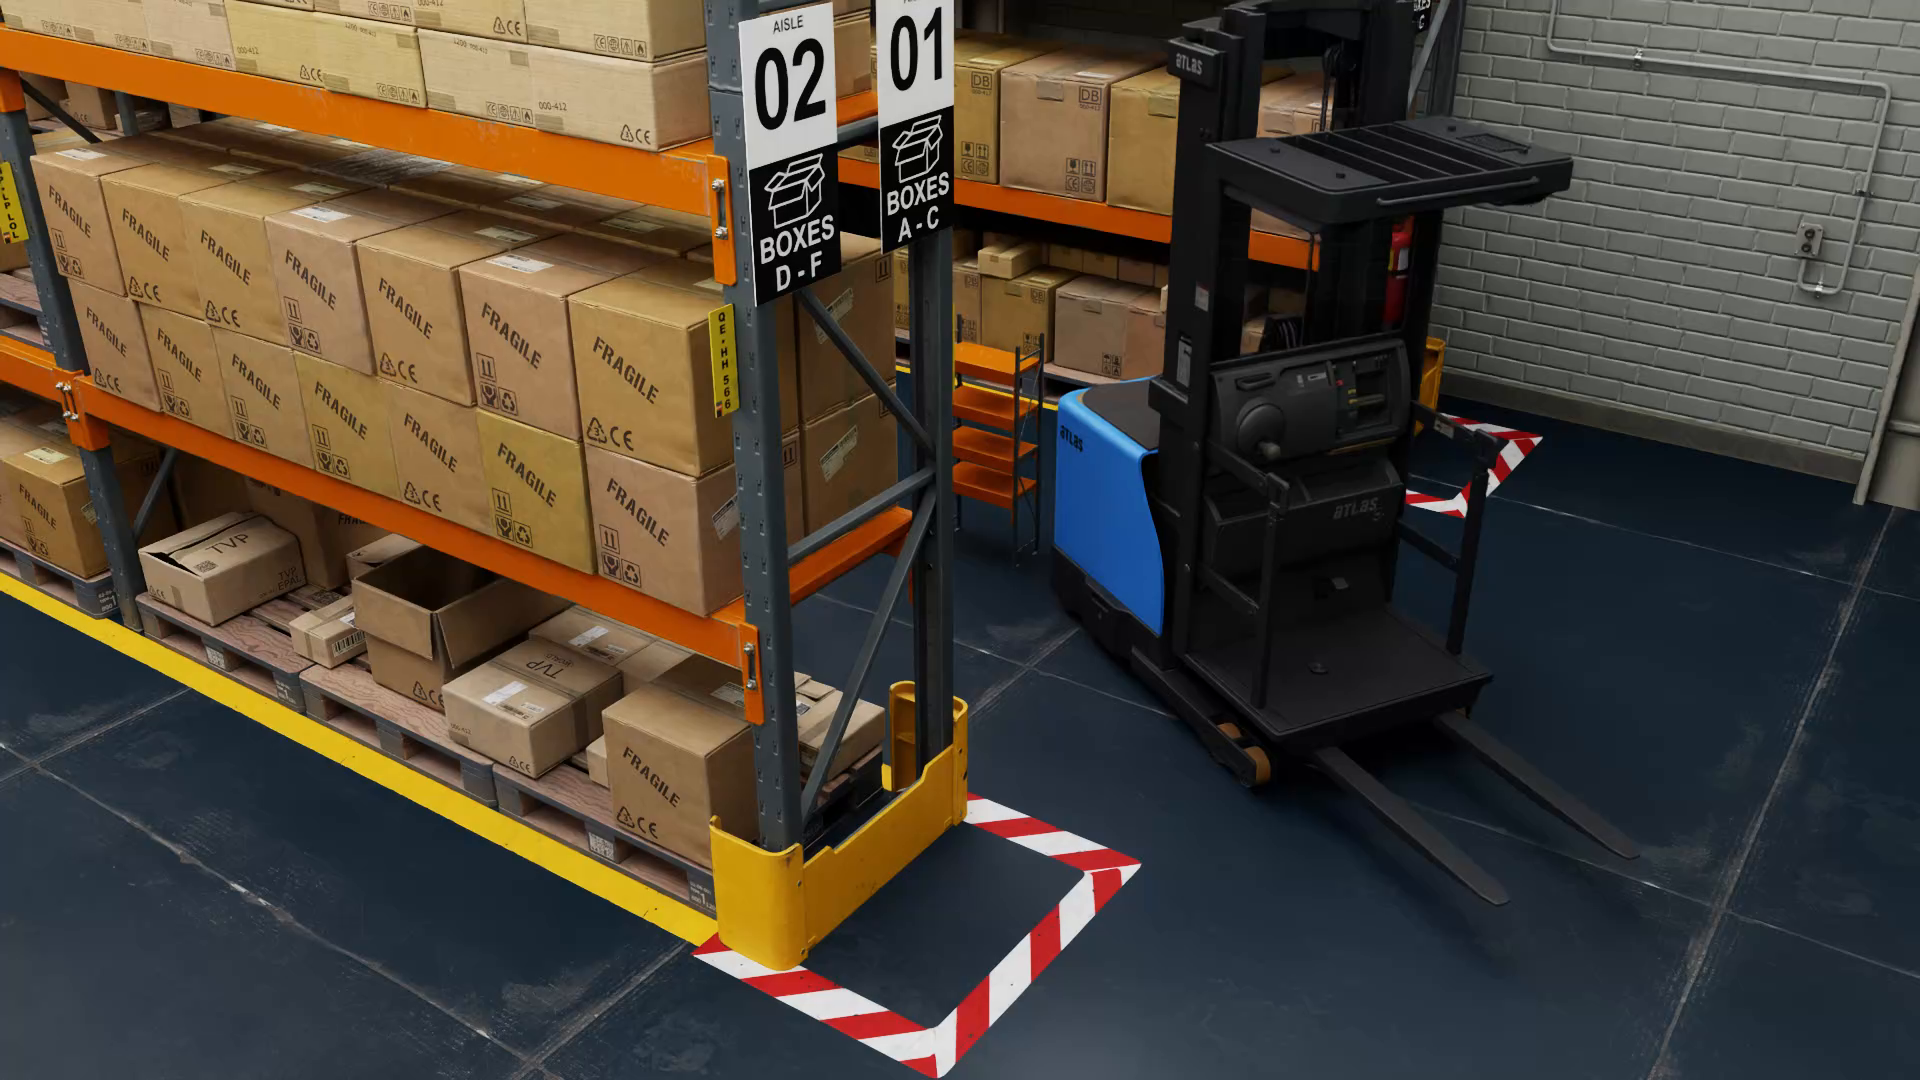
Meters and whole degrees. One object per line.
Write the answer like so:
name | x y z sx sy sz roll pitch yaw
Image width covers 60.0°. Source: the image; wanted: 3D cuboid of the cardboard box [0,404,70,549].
cardboard box | -4.624 -0.324 8.350 0.500 0.500 0.500 17 32 30

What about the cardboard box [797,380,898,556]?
cardboard box | -0.572 -0.322 5.966 0.500 0.500 0.500 18 32 31

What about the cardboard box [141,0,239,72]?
cardboard box | -2.570 -1.886 6.007 0.500 0.250 0.500 17 32 30

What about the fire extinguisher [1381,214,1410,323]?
fire extinguisher | 2.310 -1.506 8.899 0.183 0.674 0.296 17 32 30

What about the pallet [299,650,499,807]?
pallet | -2.077 0.640 7.259 1.213 0.211 1.003 17 32 30

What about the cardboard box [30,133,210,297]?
cardboard box | -3.423 -1.356 6.895 0.500 0.500 0.500 18 32 32

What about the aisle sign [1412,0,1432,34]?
aisle sign | 2.336 -2.946 8.366 0.004 0.787 0.394 17 32 30

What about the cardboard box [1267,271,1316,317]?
cardboard box | 2.029 -1.465 9.900 0.250 0.149 0.380 18 32 31

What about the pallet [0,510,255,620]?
pallet | -4.344 -0.044 8.604 1.213 0.211 1.003 17 32 30

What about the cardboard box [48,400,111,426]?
cardboard box | -4.359 -0.523 8.740 0.500 0.500 0.500 18 32 31

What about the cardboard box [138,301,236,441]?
cardboard box | -2.962 -0.774 6.853 0.500 0.500 0.500 18 32 31

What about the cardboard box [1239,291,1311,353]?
cardboard box | 1.813 -1.134 9.963 0.500 0.500 0.700 17 32 30

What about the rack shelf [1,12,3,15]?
rack shelf | -5.301 -2.622 8.081 4.000 0.370 1.077 17 32 30

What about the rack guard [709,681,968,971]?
rack guard | -0.418 1.029 6.176 0.348 0.500 1.175 17 32 30

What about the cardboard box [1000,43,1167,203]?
cardboard box | 0.791 -2.561 10.144 0.700 0.700 0.980 16 31 28

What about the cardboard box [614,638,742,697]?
cardboard box | -1.055 0.590 6.830 0.500 0.250 0.500 17 32 30

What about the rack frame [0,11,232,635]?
rack frame | -3.652 -1.092 7.589 0.127 3.000 1.000 17 32 30

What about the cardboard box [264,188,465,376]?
cardboard box | -2.148 -0.960 6.116 0.500 0.500 0.500 18 32 32

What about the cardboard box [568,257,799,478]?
cardboard box | -0.878 -0.567 5.344 0.500 0.500 0.500 17 32 30

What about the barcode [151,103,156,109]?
barcode | -7.976 -4.287 16.447 0.075 0.075 0.001 17 32 30

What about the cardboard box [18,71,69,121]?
cardboard box | -9.176 -4.544 16.643 0.500 0.500 0.700 15 31 27

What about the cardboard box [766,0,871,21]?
cardboard box | -0.631 -1.787 5.262 0.500 0.250 0.500 17 32 30

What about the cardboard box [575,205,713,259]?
cardboard box | -1.007 -0.899 5.997 0.500 0.500 0.500 18 32 31

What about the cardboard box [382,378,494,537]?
cardboard box | -1.716 -0.385 6.089 0.500 0.500 0.500 18 32 31

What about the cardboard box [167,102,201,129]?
cardboard box | -6.829 -3.899 15.375 0.500 0.500 0.700 19 32 32

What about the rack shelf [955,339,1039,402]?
rack shelf | 0.136 -0.842 8.216 0.480 0.148 0.258 17 32 30

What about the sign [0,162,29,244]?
sign | -3.963 -1.400 6.917 0.005 0.325 0.100 17 32 30

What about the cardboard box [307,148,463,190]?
cardboard box | -2.250 -1.289 6.764 0.500 0.500 0.500 18 32 31

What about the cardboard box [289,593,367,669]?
cardboard box | -2.710 0.381 7.332 0.250 0.166 0.380 17 32 30

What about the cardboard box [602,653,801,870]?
cardboard box | -0.943 0.805 6.131 0.500 0.500 0.500 17 32 30

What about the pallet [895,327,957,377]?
pallet | -0.268 -1.478 11.422 1.213 0.211 1.003 17 32 30

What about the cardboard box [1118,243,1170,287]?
cardboard box | 1.195 -1.725 10.410 0.250 0.149 0.380 18 32 31

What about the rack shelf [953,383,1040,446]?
rack shelf | 0.136 -0.632 8.323 0.480 0.148 0.258 17 32 30

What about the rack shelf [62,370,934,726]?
rack shelf | -2.004 -0.258 6.743 4.000 0.370 1.077 17 32 30

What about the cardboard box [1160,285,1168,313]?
cardboard box | 1.393 -1.453 9.876 0.250 0.149 0.380 18 32 32

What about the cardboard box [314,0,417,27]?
cardboard box | -1.745 -1.853 5.390 0.500 0.250 0.500 17 32 30

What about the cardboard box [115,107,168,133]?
cardboard box | -7.903 -4.059 16.058 0.250 0.166 0.380 13 30 24

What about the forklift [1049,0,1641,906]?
forklift | 1.523 -0.525 6.550 1.130 2.935 3.031 -12 29 -22

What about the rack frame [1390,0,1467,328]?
rack frame | 2.447 -1.918 9.212 0.127 3.000 1.000 17 32 30

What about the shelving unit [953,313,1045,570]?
shelving unit | 0.136 -0.492 8.394 0.503 1.200 0.258 17 32 30

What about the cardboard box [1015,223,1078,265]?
cardboard box | 0.561 -1.921 10.796 0.250 0.149 0.380 18 32 31

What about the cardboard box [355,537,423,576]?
cardboard box | -2.404 0.143 7.642 0.500 0.311 0.500 17 32 30

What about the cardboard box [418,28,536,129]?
cardboard box | -1.334 -1.501 5.250 0.500 0.250 0.500 17 32 30

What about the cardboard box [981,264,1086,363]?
cardboard box | 0.542 -1.525 10.733 0.500 0.500 0.700 18 32 31
